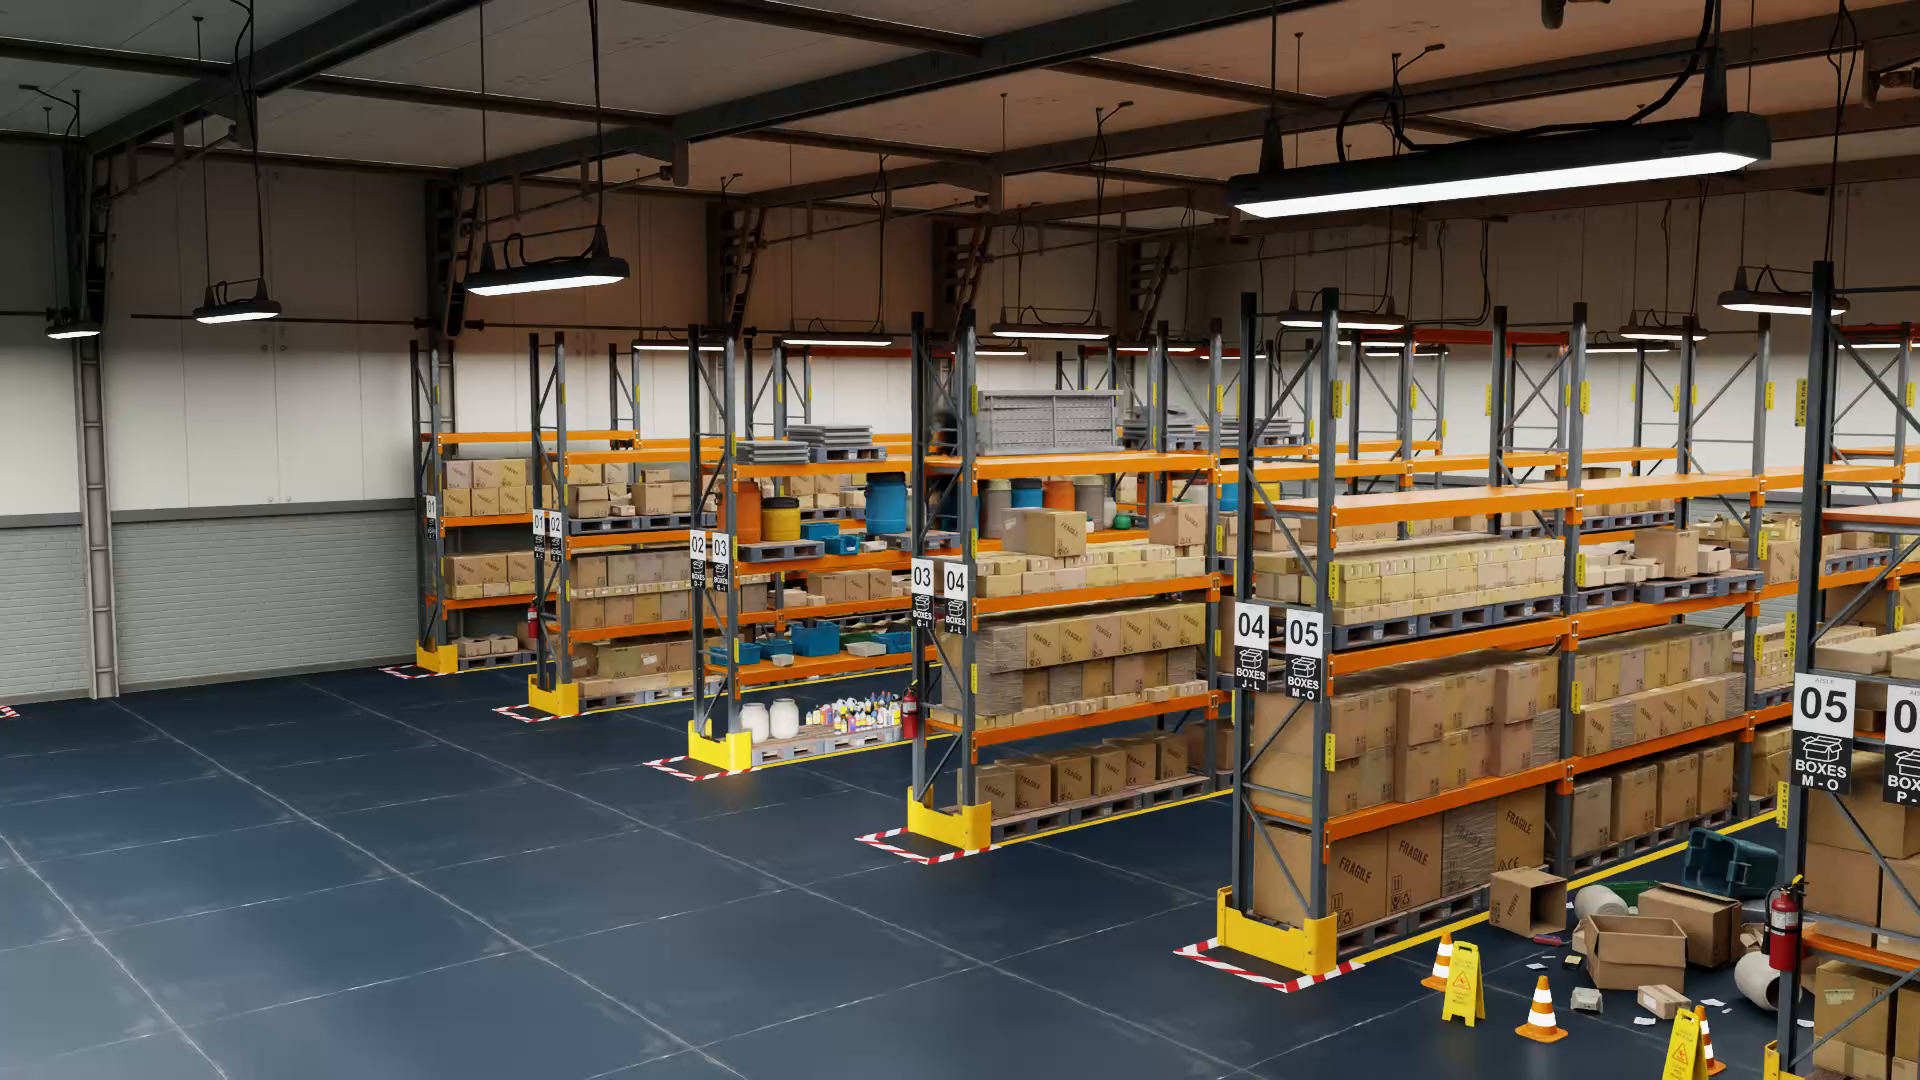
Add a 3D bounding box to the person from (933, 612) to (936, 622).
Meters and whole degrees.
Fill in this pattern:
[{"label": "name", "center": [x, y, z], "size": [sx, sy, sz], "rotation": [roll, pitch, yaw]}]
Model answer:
[{"label": "person", "center": [0.081, 1.880, 27.395], "size": [1.209, 1.514, 0.678], "rotation": [-1, 5, -9]}]
